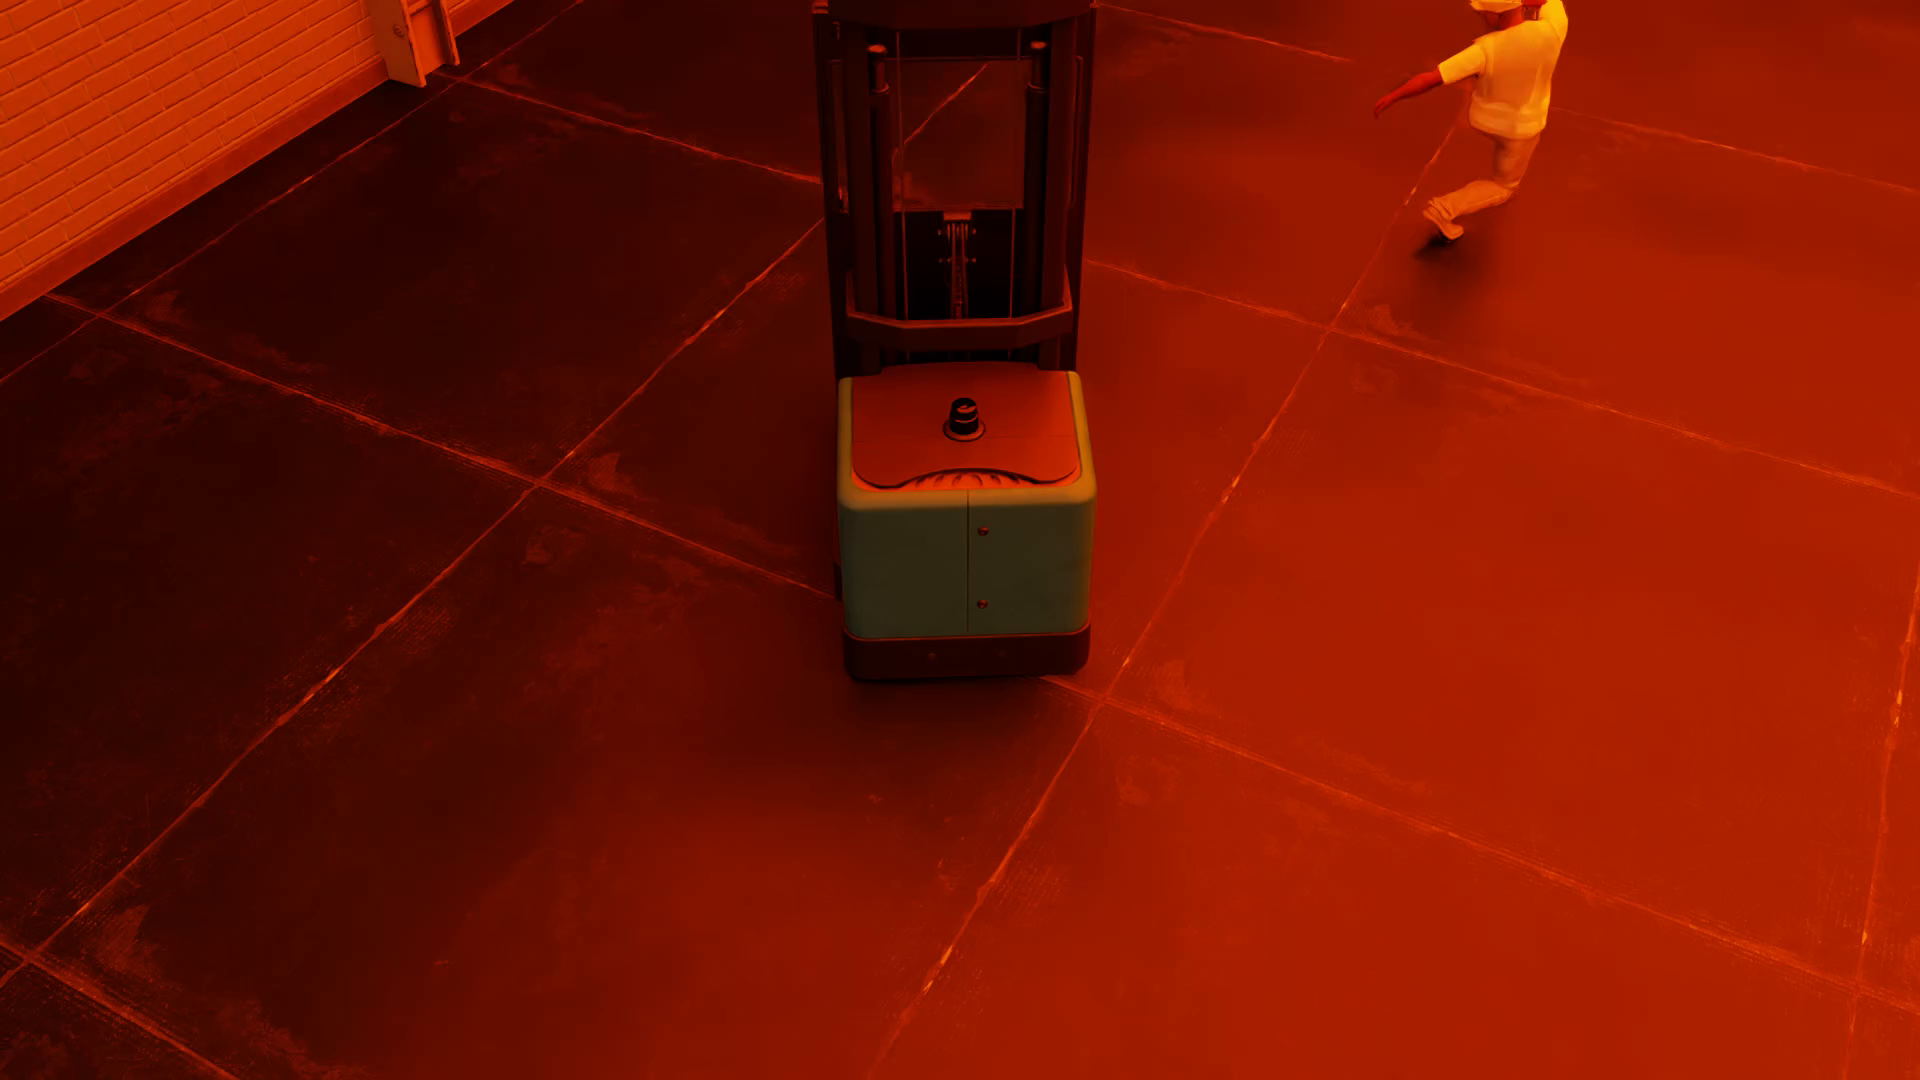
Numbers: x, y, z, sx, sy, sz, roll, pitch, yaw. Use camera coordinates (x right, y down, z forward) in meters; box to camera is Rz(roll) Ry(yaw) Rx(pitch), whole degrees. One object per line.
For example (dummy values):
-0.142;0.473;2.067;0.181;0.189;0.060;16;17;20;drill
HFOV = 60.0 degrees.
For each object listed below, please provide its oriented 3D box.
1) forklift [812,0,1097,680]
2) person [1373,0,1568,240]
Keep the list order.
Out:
-0.033;-1.472;7.216;1.130;2.935;3.031;-2;43;-2;forklift
2.905;-2.515;9.395;0.853;1.494;0.988;27;50;26;person
